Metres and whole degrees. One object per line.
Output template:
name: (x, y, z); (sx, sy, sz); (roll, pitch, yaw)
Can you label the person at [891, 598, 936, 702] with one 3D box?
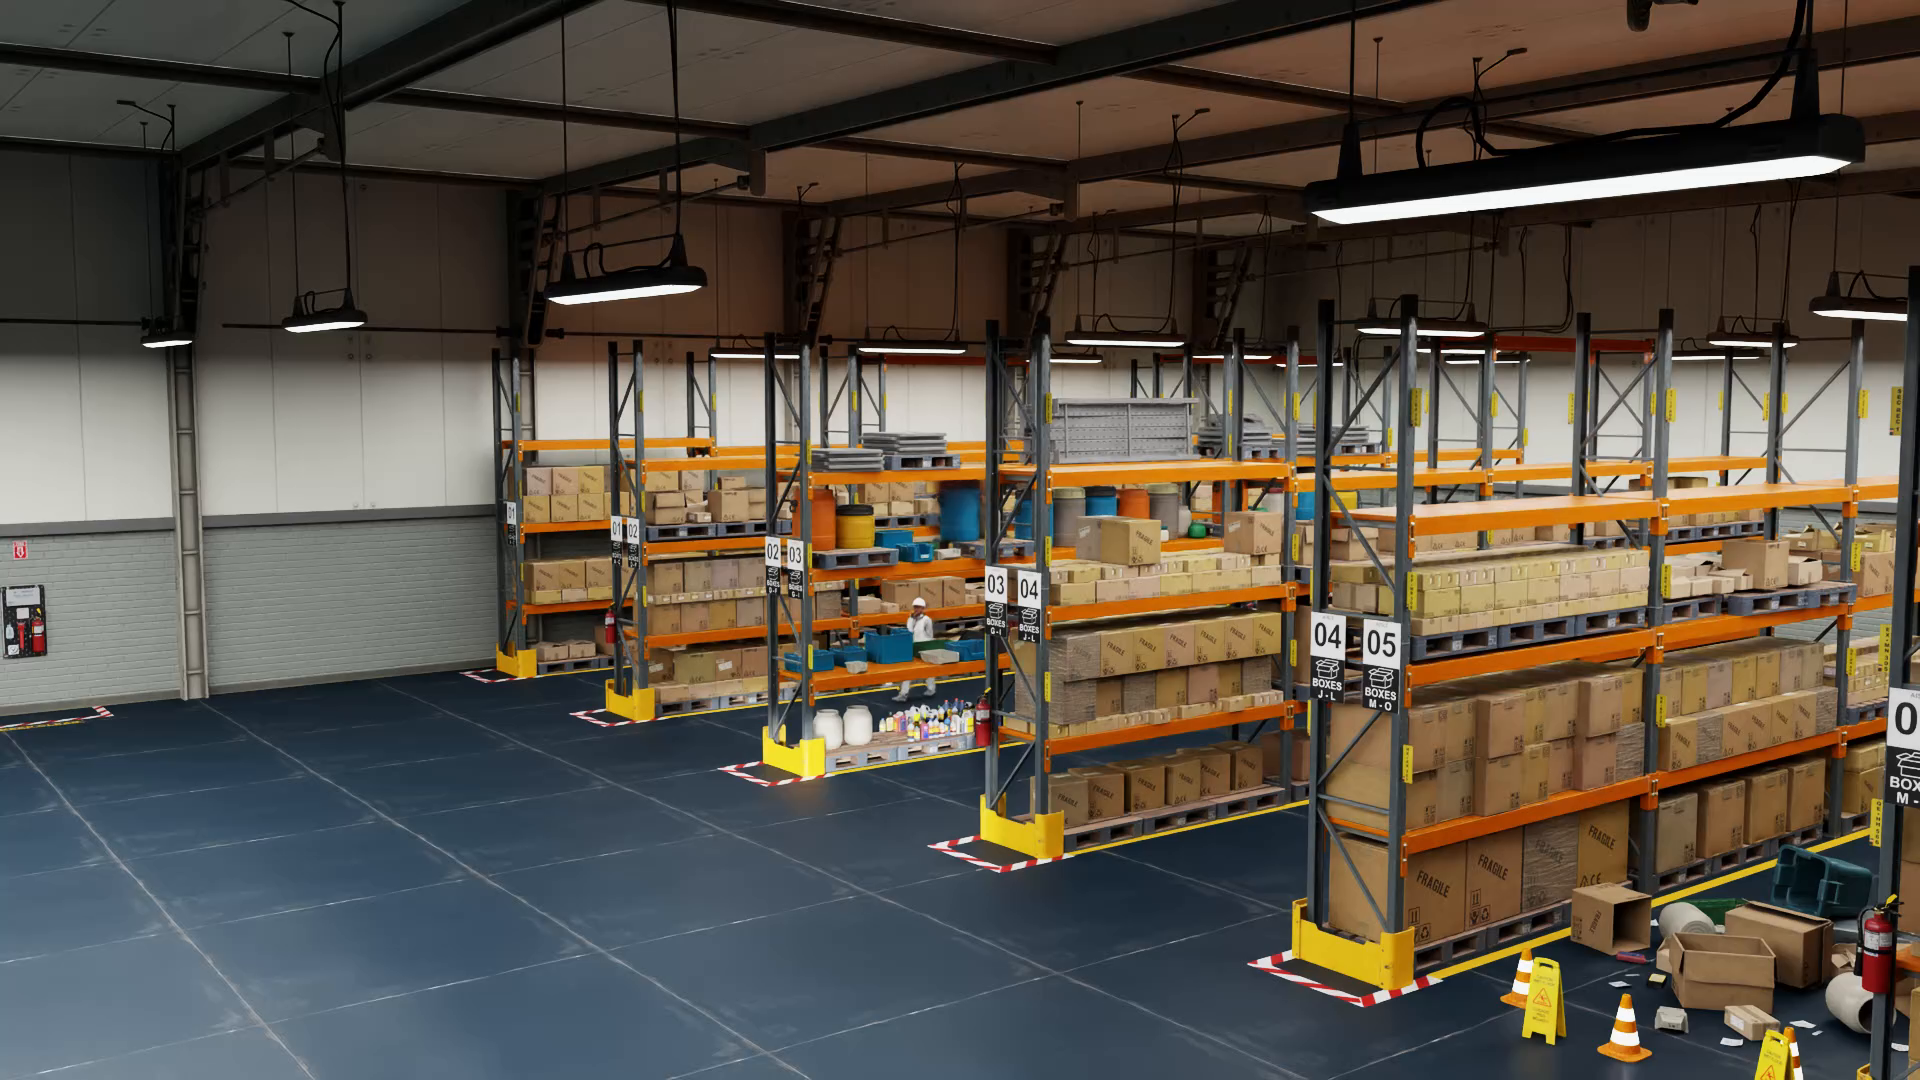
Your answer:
person: (-0.707, 1.842, 27.910); (0.570, 1.717, 1.061); (3, 6, 31)
